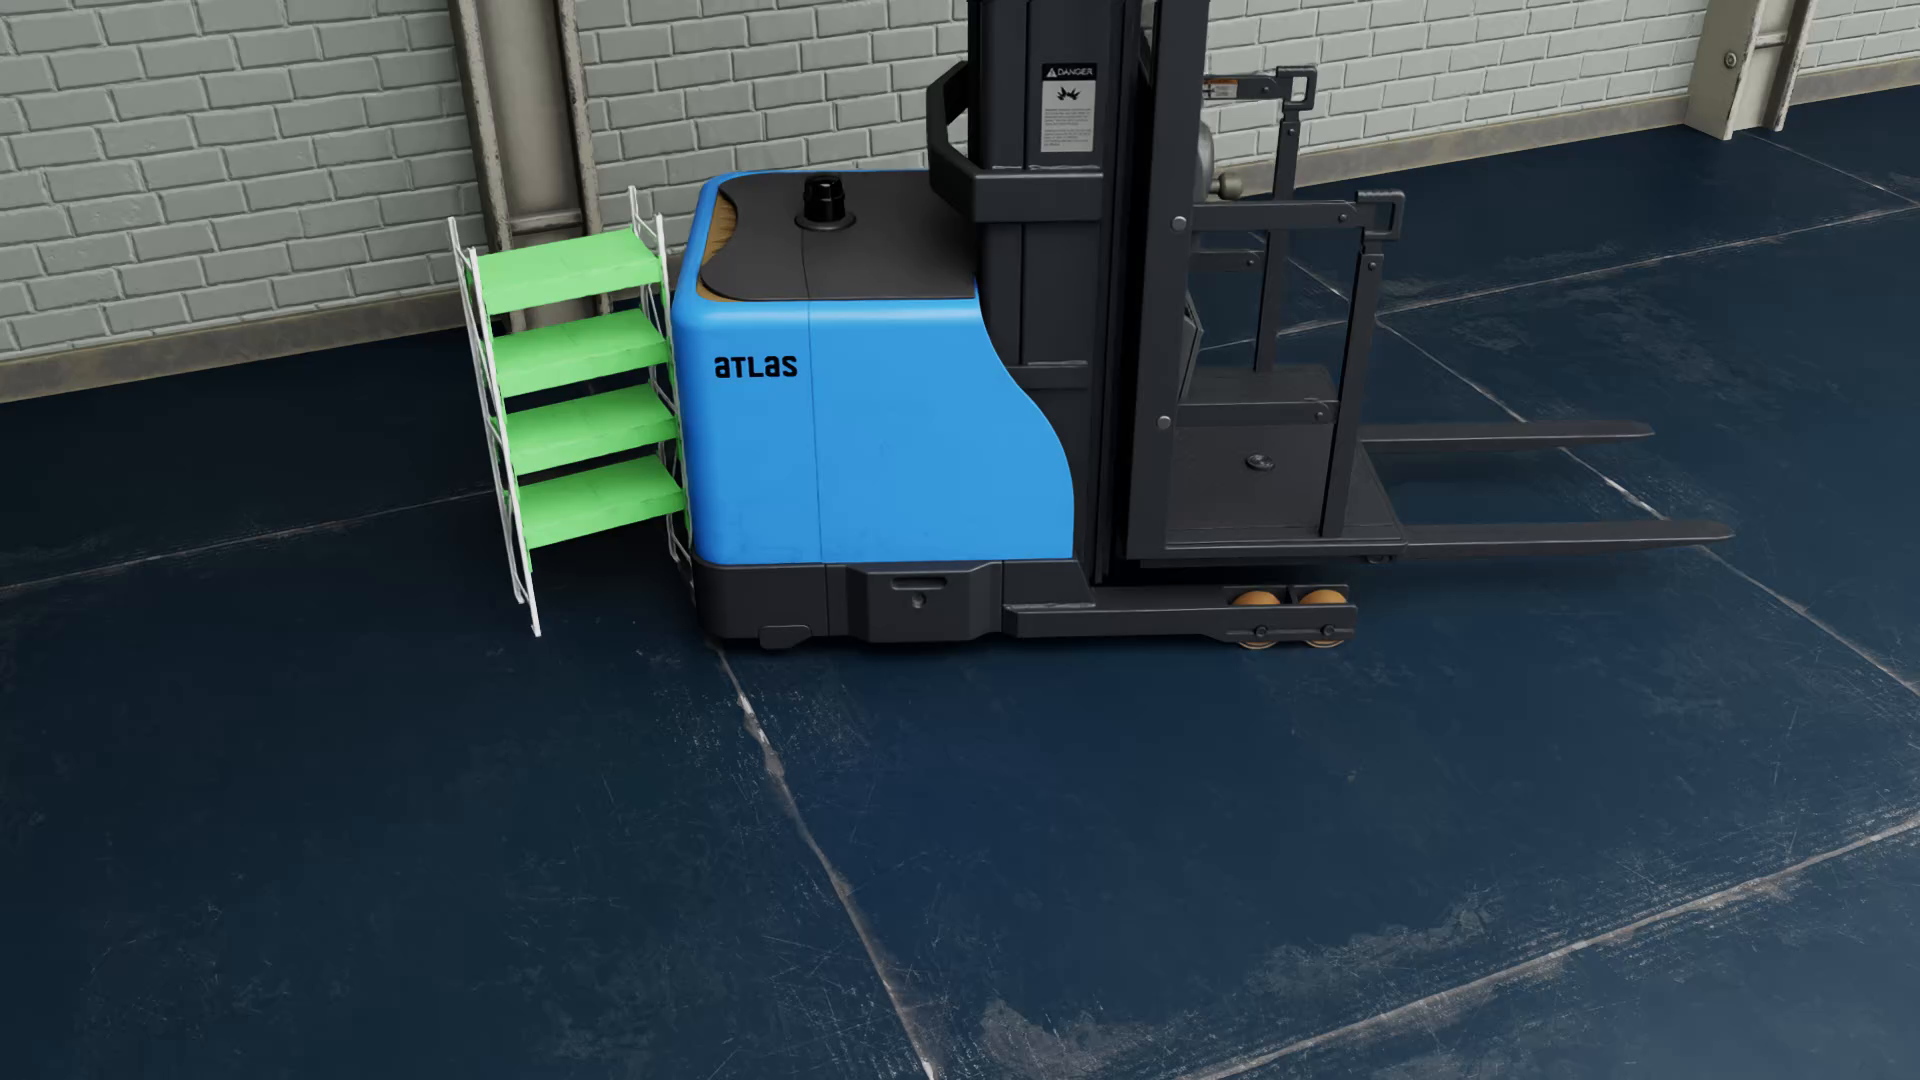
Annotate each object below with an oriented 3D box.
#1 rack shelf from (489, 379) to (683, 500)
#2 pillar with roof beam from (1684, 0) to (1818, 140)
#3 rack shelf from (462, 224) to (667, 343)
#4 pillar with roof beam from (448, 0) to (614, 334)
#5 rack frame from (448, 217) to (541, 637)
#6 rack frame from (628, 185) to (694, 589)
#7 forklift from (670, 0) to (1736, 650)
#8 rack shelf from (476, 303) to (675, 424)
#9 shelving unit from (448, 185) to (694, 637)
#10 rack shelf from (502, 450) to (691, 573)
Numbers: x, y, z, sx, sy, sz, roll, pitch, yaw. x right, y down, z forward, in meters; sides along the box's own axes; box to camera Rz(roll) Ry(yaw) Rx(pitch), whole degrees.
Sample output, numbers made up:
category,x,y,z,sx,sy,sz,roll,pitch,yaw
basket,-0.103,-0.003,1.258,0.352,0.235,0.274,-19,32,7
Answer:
category,x,y,z,sx,sy,sz,roll,pitch,yaw
rack shelf,-1.061,-0.290,4.713,0.480,0.148,0.258,-16,36,-23
pillar with roof beam,5.611,-3.728,2.728,0.400,9.000,9.100,-13,35,-19
rack shelf,-1.061,-0.692,4.451,0.480,0.148,0.258,-16,36,-23
pillar with roof beam,0.078,-2.461,0.781,0.400,9.000,9.100,-13,35,-19
rack frame,-1.277,-0.282,4.584,0.015,1.200,0.240,-16,36,-23
rack frame,-0.844,-0.405,4.772,0.015,1.200,0.240,-16,36,-23
forklift,0.744,-1.205,4.414,3.031,2.935,1.130,-1,33,-2
rack shelf,-1.061,-0.491,4.582,0.480,0.148,0.258,-16,36,-23
shelving unit,-1.061,-0.344,4.678,0.503,1.200,0.258,-16,36,-23
rack shelf,-1.061,-0.089,4.844,0.480,0.148,0.258,-16,36,-23
